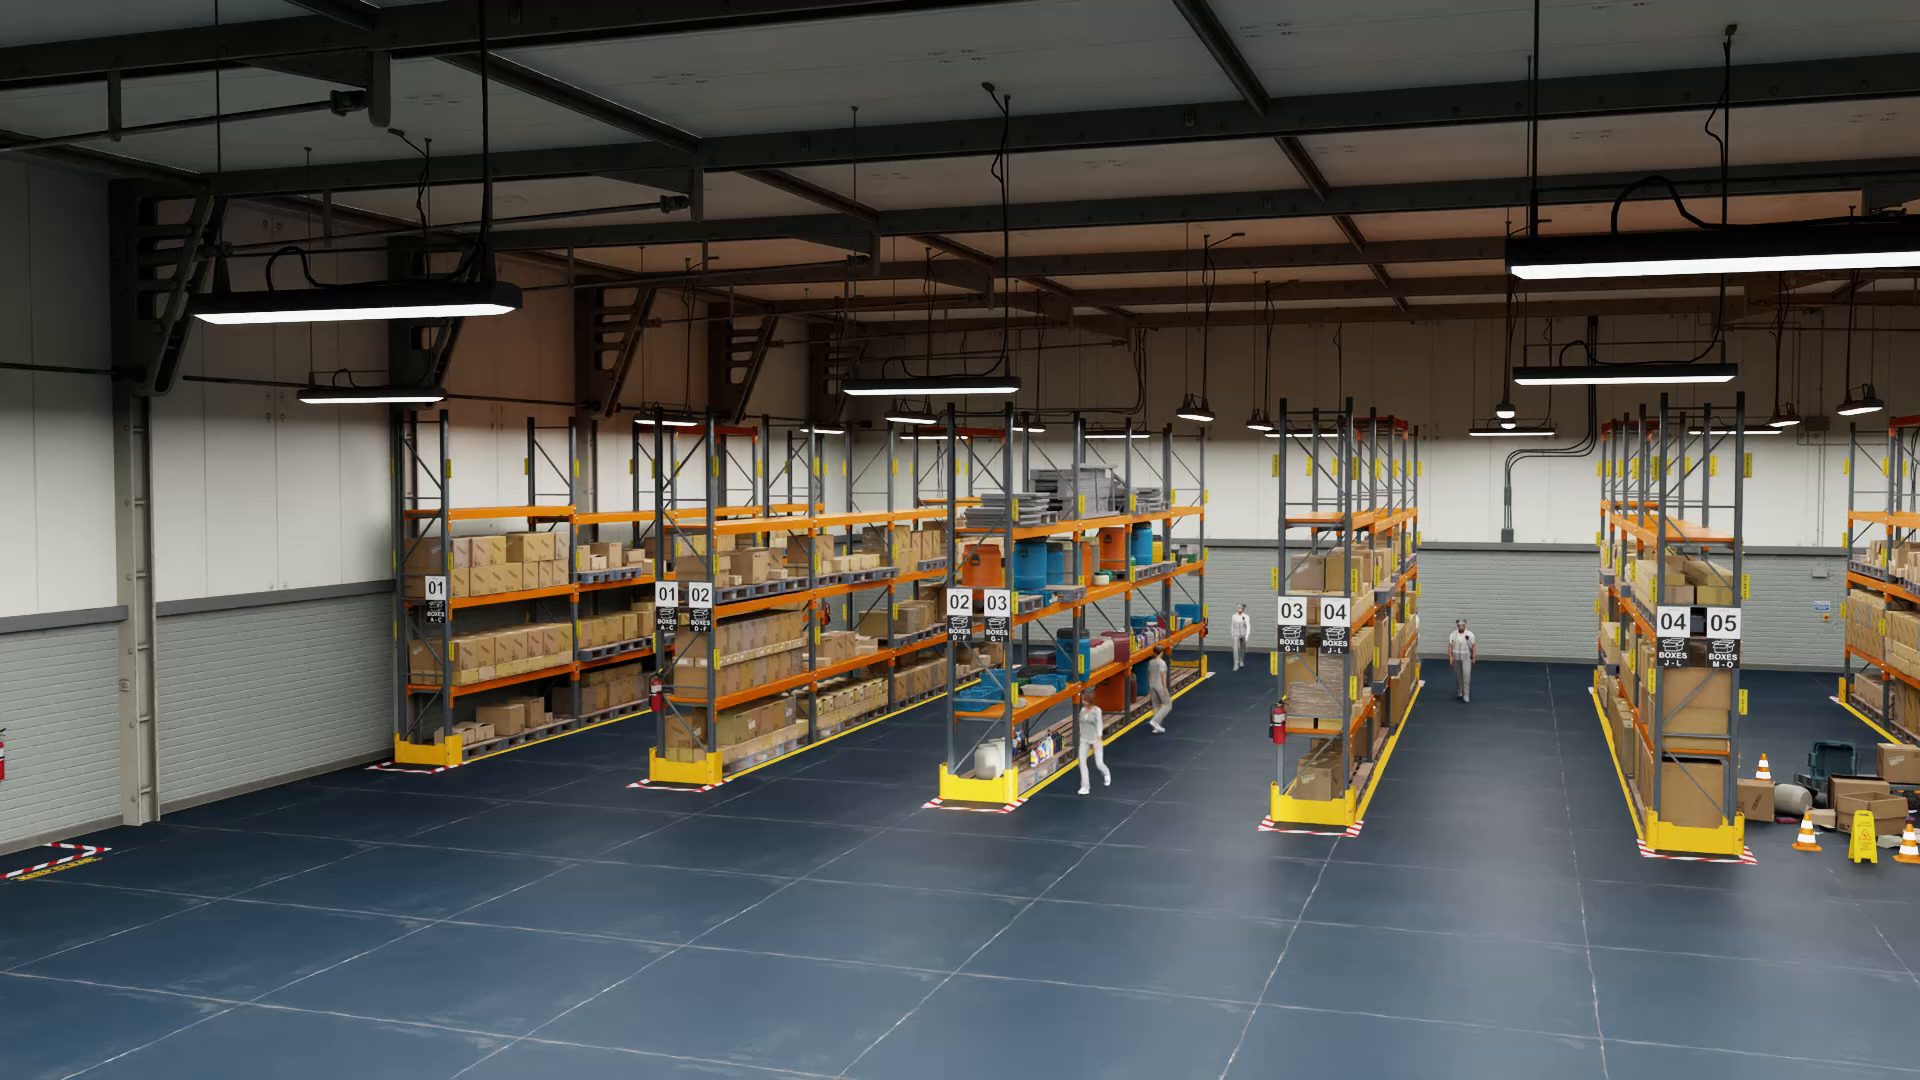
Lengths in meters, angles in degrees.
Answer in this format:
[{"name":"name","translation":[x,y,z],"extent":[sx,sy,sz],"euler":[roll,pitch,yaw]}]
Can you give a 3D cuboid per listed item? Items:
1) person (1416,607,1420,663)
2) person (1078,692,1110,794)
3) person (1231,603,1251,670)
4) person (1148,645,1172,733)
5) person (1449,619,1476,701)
[{"name":"person","translation":[11.082,2.402,40.664],"extent":[0.541,1.676,0.438],"euler":[-1,3,-24]},{"name":"person","translation":[2.034,3.117,25.722],"extent":[0.420,1.537,0.836],"euler":[1,3,31]},{"name":"person","translation":[7.013,2.376,41.470],"extent":[0.453,1.625,1.007],"euler":[0,2,5]},{"name":"person","translation":[3.719,2.836,31.485],"extent":[0.488,1.636,0.487],"euler":[-2,3,-39]},{"name":"person","translation":[10.872,2.570,36.084],"extent":[0.553,1.719,0.919],"euler":[1,3,30]}]
